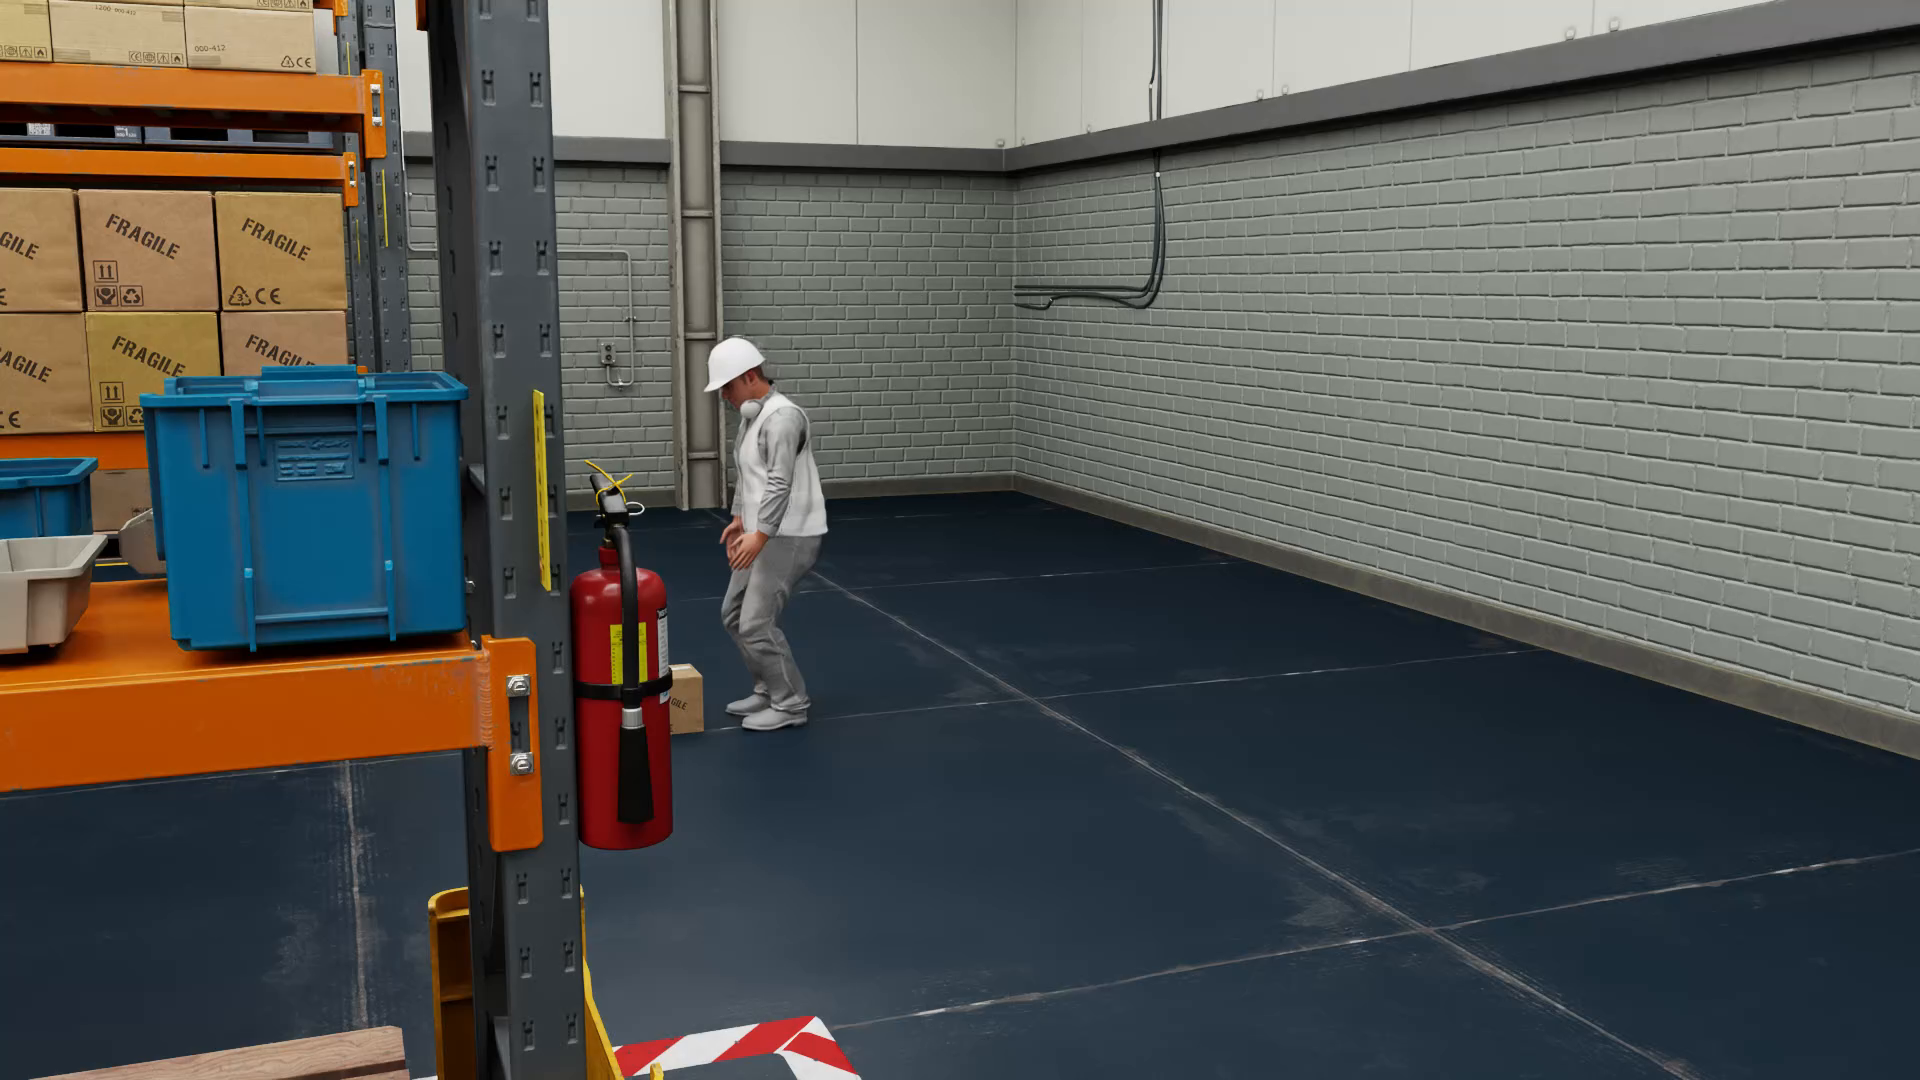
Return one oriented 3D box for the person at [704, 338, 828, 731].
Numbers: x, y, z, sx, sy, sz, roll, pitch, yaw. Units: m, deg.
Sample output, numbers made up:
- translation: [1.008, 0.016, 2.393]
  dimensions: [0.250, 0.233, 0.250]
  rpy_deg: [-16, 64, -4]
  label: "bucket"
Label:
- translation: [-0.844, -0.029, 7.247]
  dimensions: [0.516, 1.695, 0.567]
  rpy_deg: [-3, 9, -20]
  label: "person"
